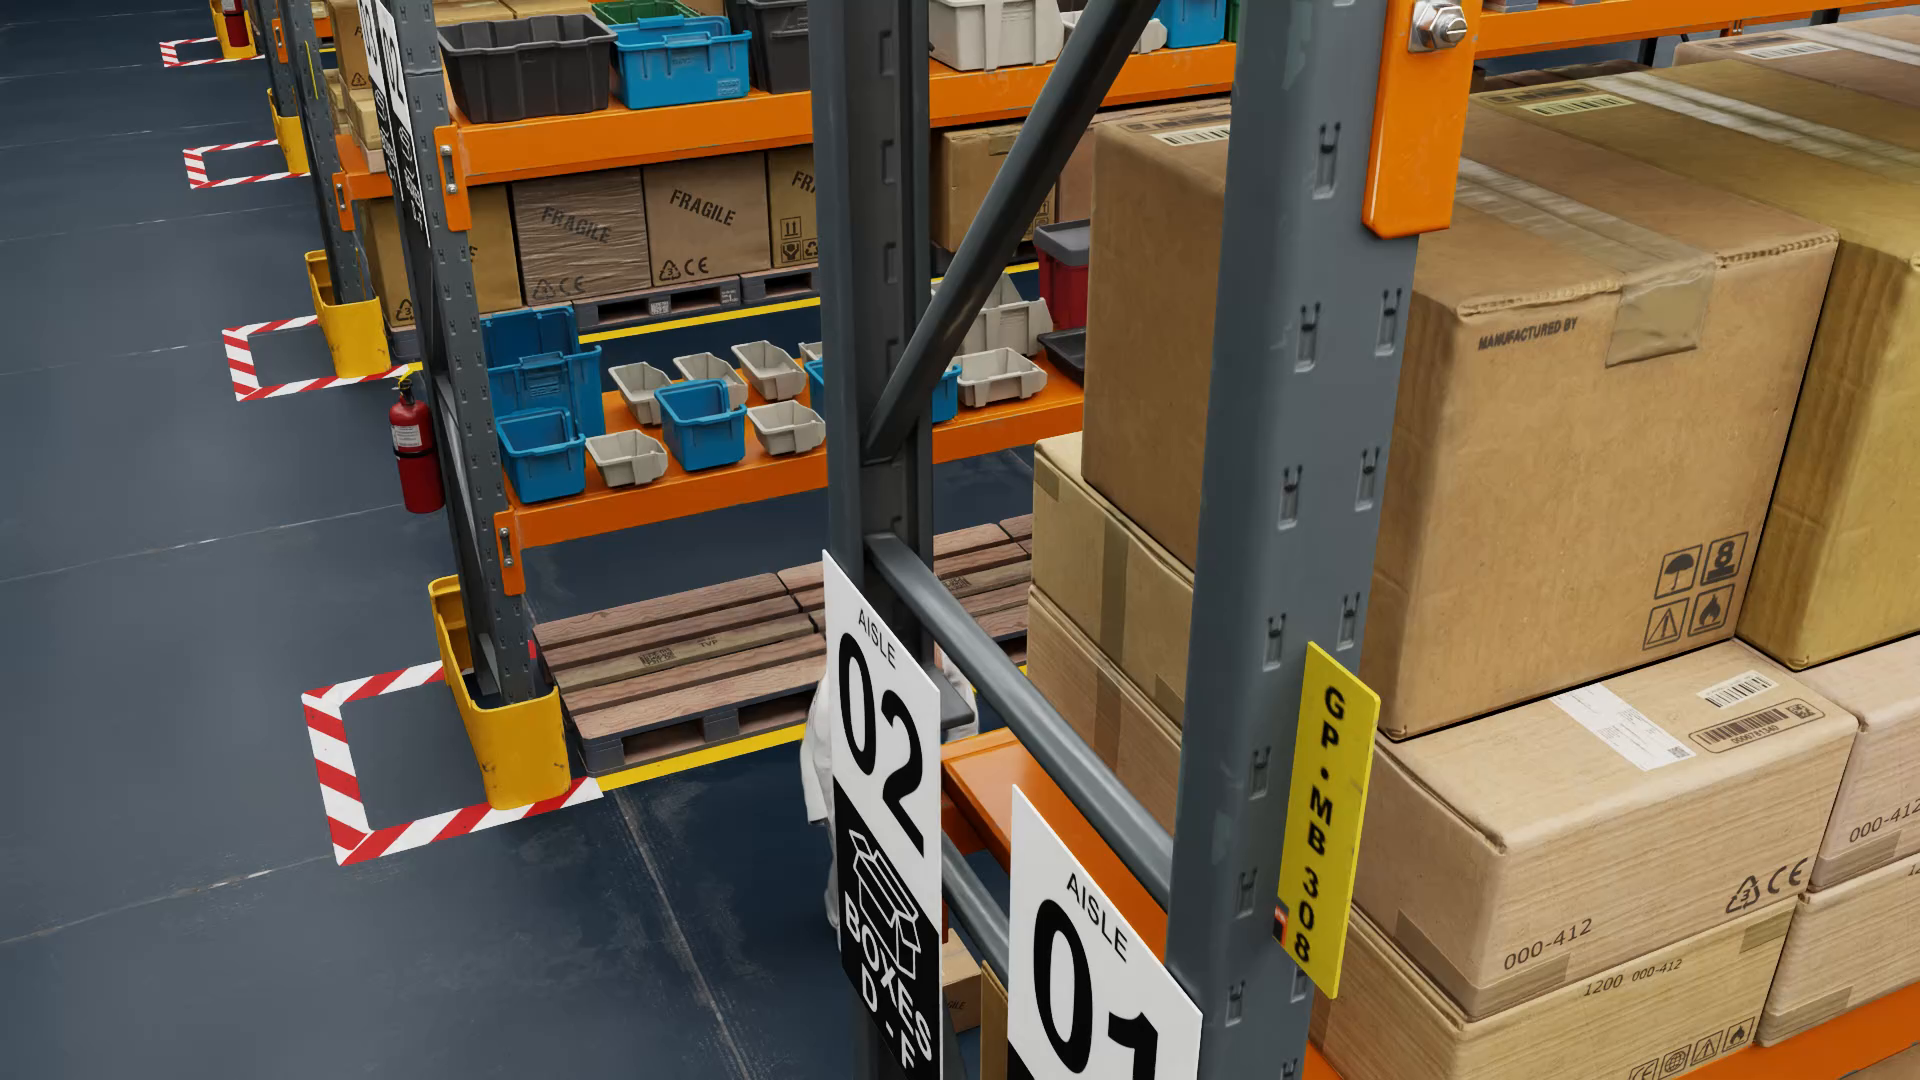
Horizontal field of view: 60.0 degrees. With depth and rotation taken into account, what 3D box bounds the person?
[{"bbox_3d":[-0.257,0.844,5.974,0.629,1.440,0.701,-13,32,-22],"label":"person"}]
